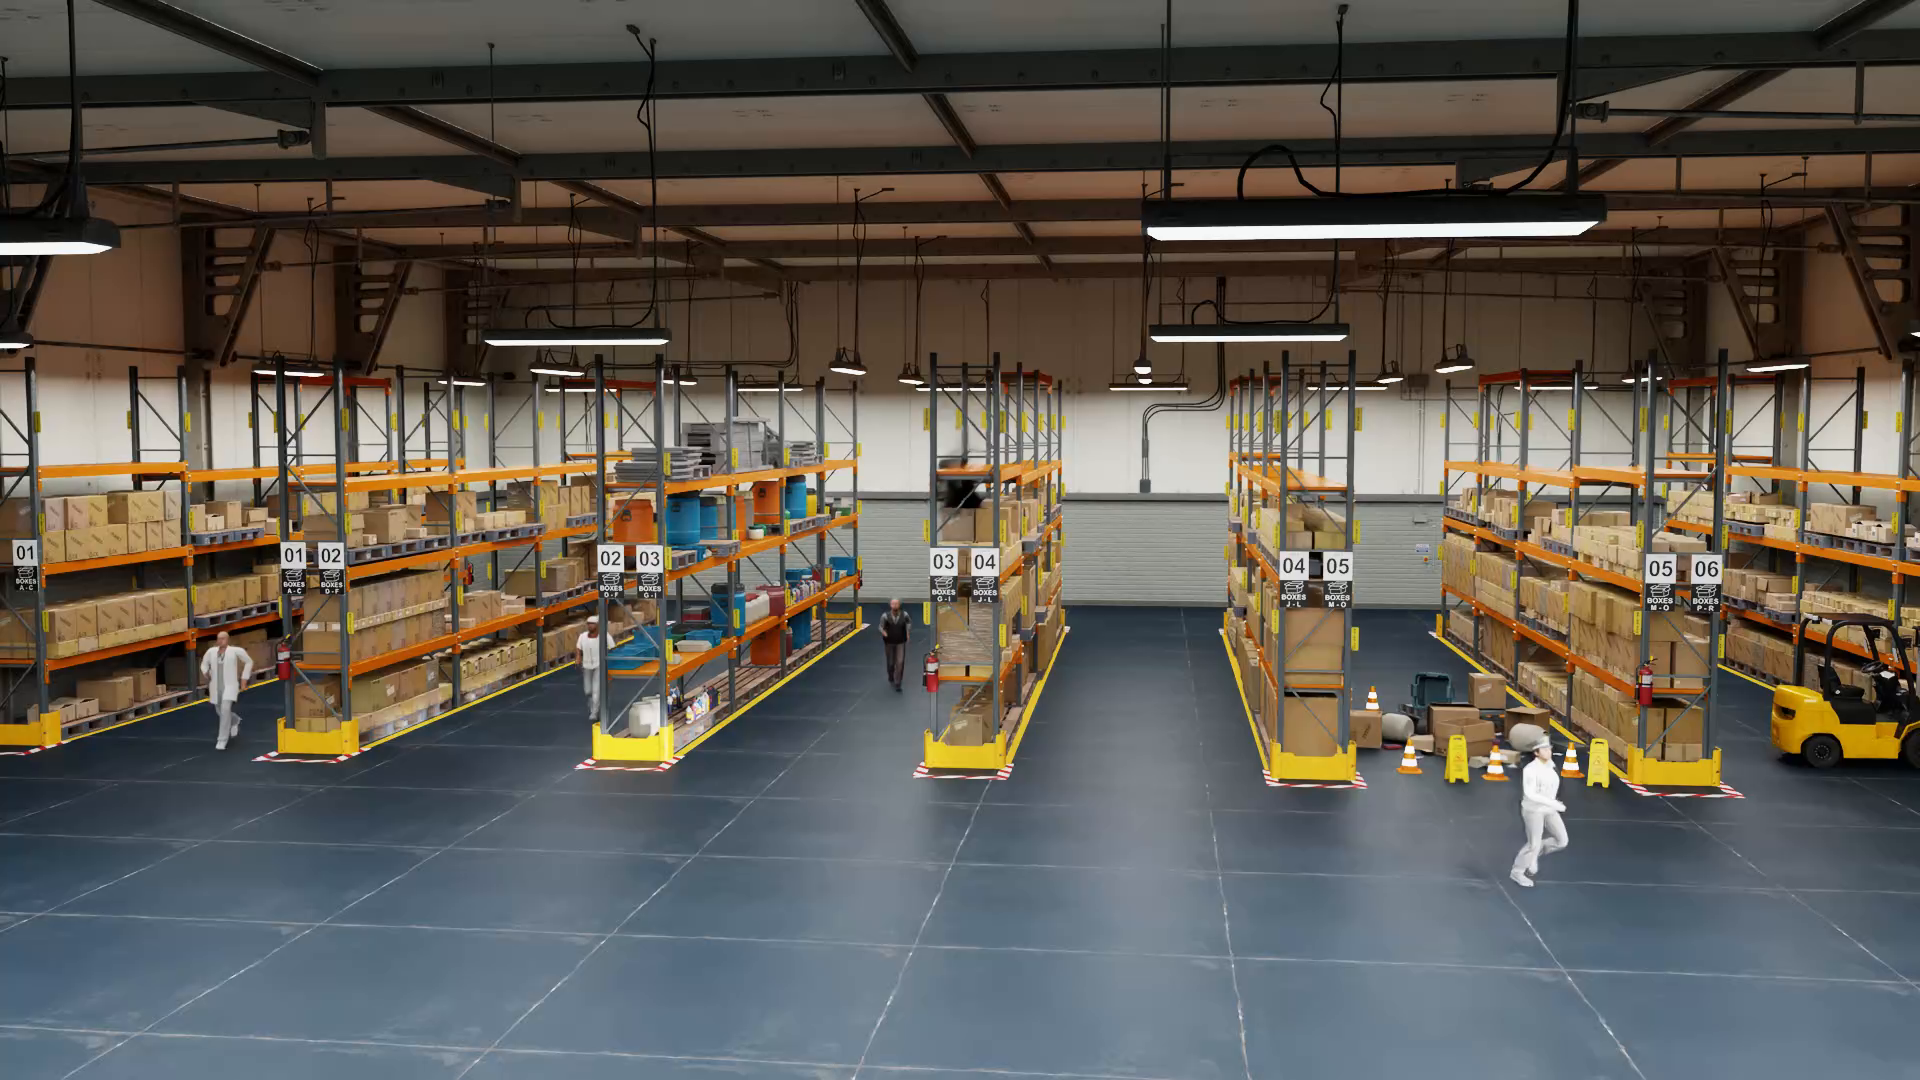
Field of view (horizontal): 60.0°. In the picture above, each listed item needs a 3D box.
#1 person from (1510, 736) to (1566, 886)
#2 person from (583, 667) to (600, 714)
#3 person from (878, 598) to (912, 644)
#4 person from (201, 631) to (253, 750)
[{"bbox_3d":[6.278,2.913,17.901,0.639,1.658,0.679,-3,5,-33],"label":"person"},{"bbox_3d":[-6.194,2.502,28.263,0.398,0.894,0.542,0,4,4],"label":"person"},{"bbox_3d":[-1.203,1.518,31.034,0.646,0.848,0.604,0,4,-4],"label":"person"},{"bbox_3d":[-11.414,2.311,25.841,0.747,1.774,0.964,0,4,0],"label":"person"}]
